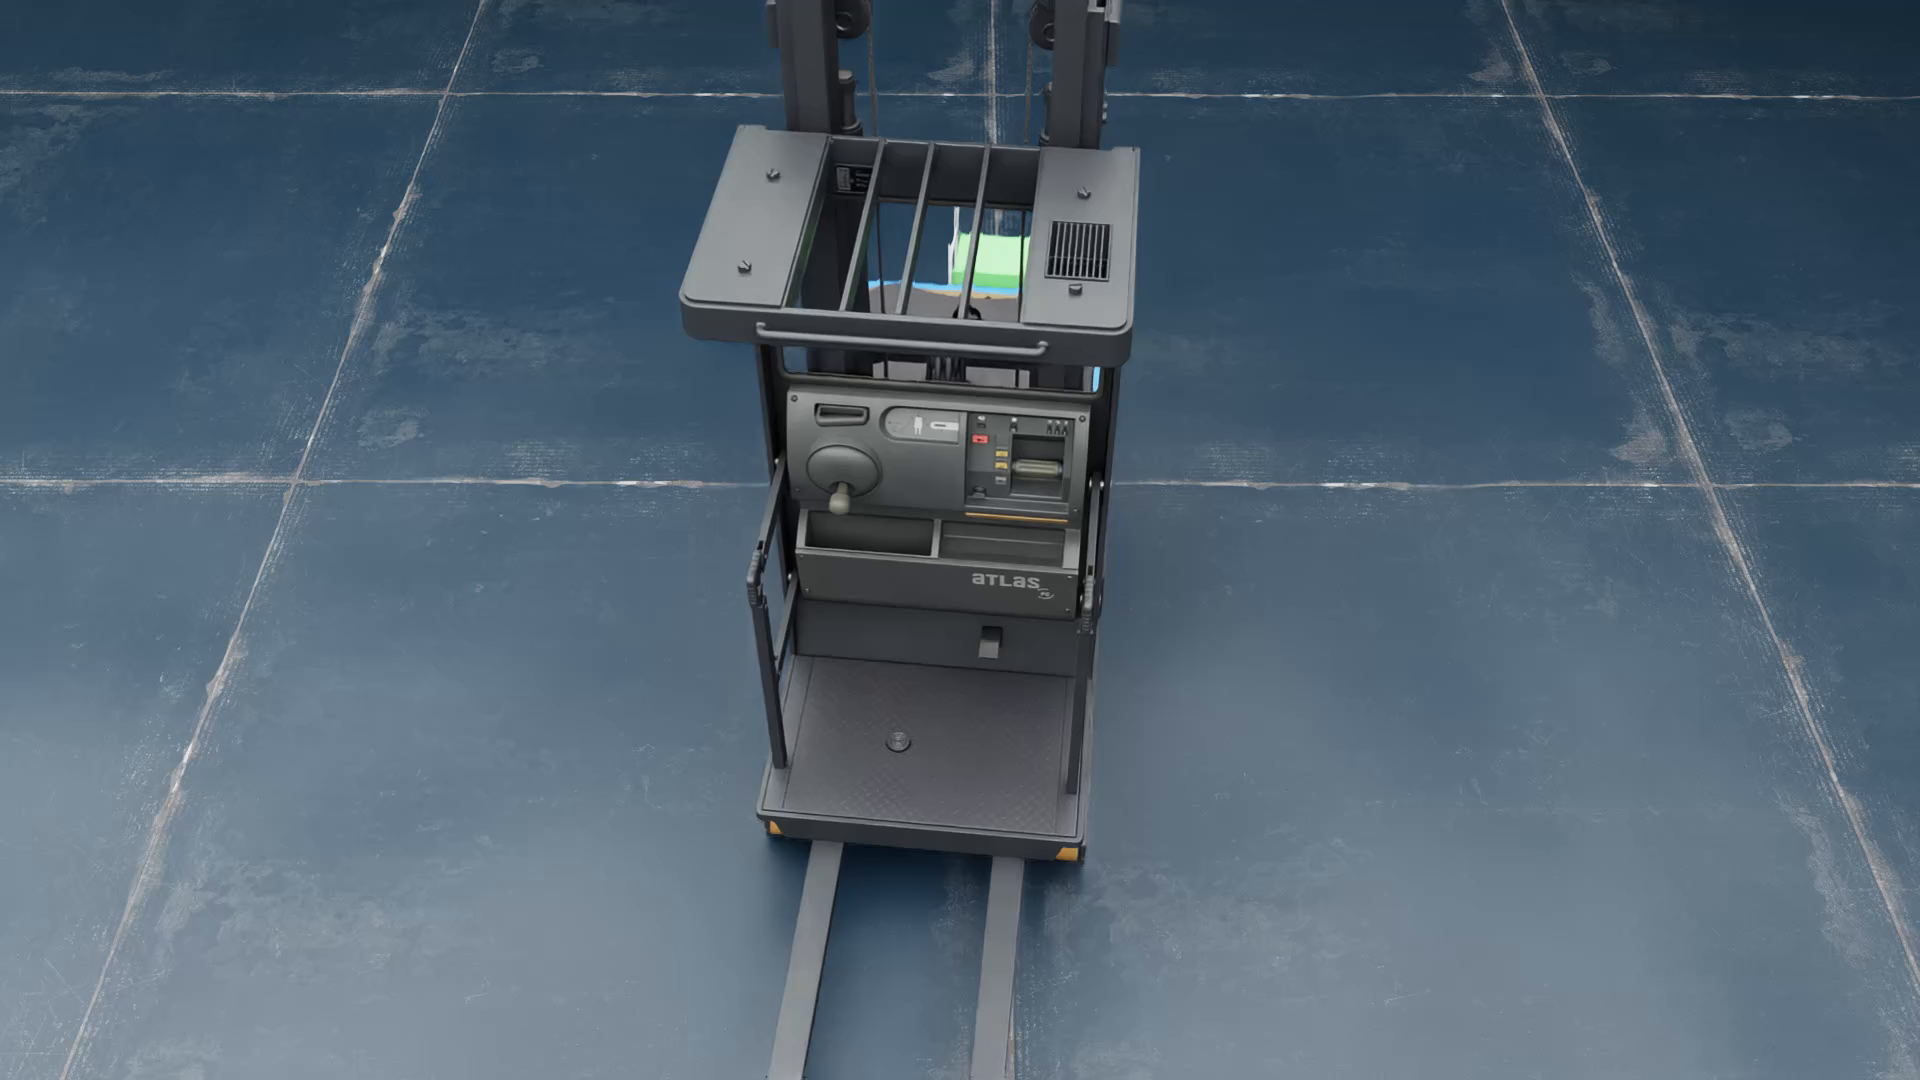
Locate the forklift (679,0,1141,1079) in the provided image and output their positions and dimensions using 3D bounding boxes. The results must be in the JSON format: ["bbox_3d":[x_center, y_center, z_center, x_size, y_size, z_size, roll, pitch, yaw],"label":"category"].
[{"bbox_3d":[-0.090,-0.155,4.973,1.130,2.935,3.031,4,47,4],"label":"forklift"}]

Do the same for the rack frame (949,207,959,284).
[{"bbox_3d":[-0.023,-0.784,6.741,0.015,1.200,0.240,4,47,4],"label":"rack frame"}]

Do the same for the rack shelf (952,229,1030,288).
[{"bbox_3d":[0.219,-1.049,6.419,0.480,0.148,0.258,4,47,4],"label":"rack shelf"}]

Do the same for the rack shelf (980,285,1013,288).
[{"bbox_3d":[0.219,-0.886,6.595,0.480,0.148,0.258,4,47,4],"label":"rack shelf"}]

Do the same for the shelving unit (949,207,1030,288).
[{"bbox_3d":[0.219,-0.766,6.724,0.503,1.200,0.258,4,47,4],"label":"shelving unit"}]
